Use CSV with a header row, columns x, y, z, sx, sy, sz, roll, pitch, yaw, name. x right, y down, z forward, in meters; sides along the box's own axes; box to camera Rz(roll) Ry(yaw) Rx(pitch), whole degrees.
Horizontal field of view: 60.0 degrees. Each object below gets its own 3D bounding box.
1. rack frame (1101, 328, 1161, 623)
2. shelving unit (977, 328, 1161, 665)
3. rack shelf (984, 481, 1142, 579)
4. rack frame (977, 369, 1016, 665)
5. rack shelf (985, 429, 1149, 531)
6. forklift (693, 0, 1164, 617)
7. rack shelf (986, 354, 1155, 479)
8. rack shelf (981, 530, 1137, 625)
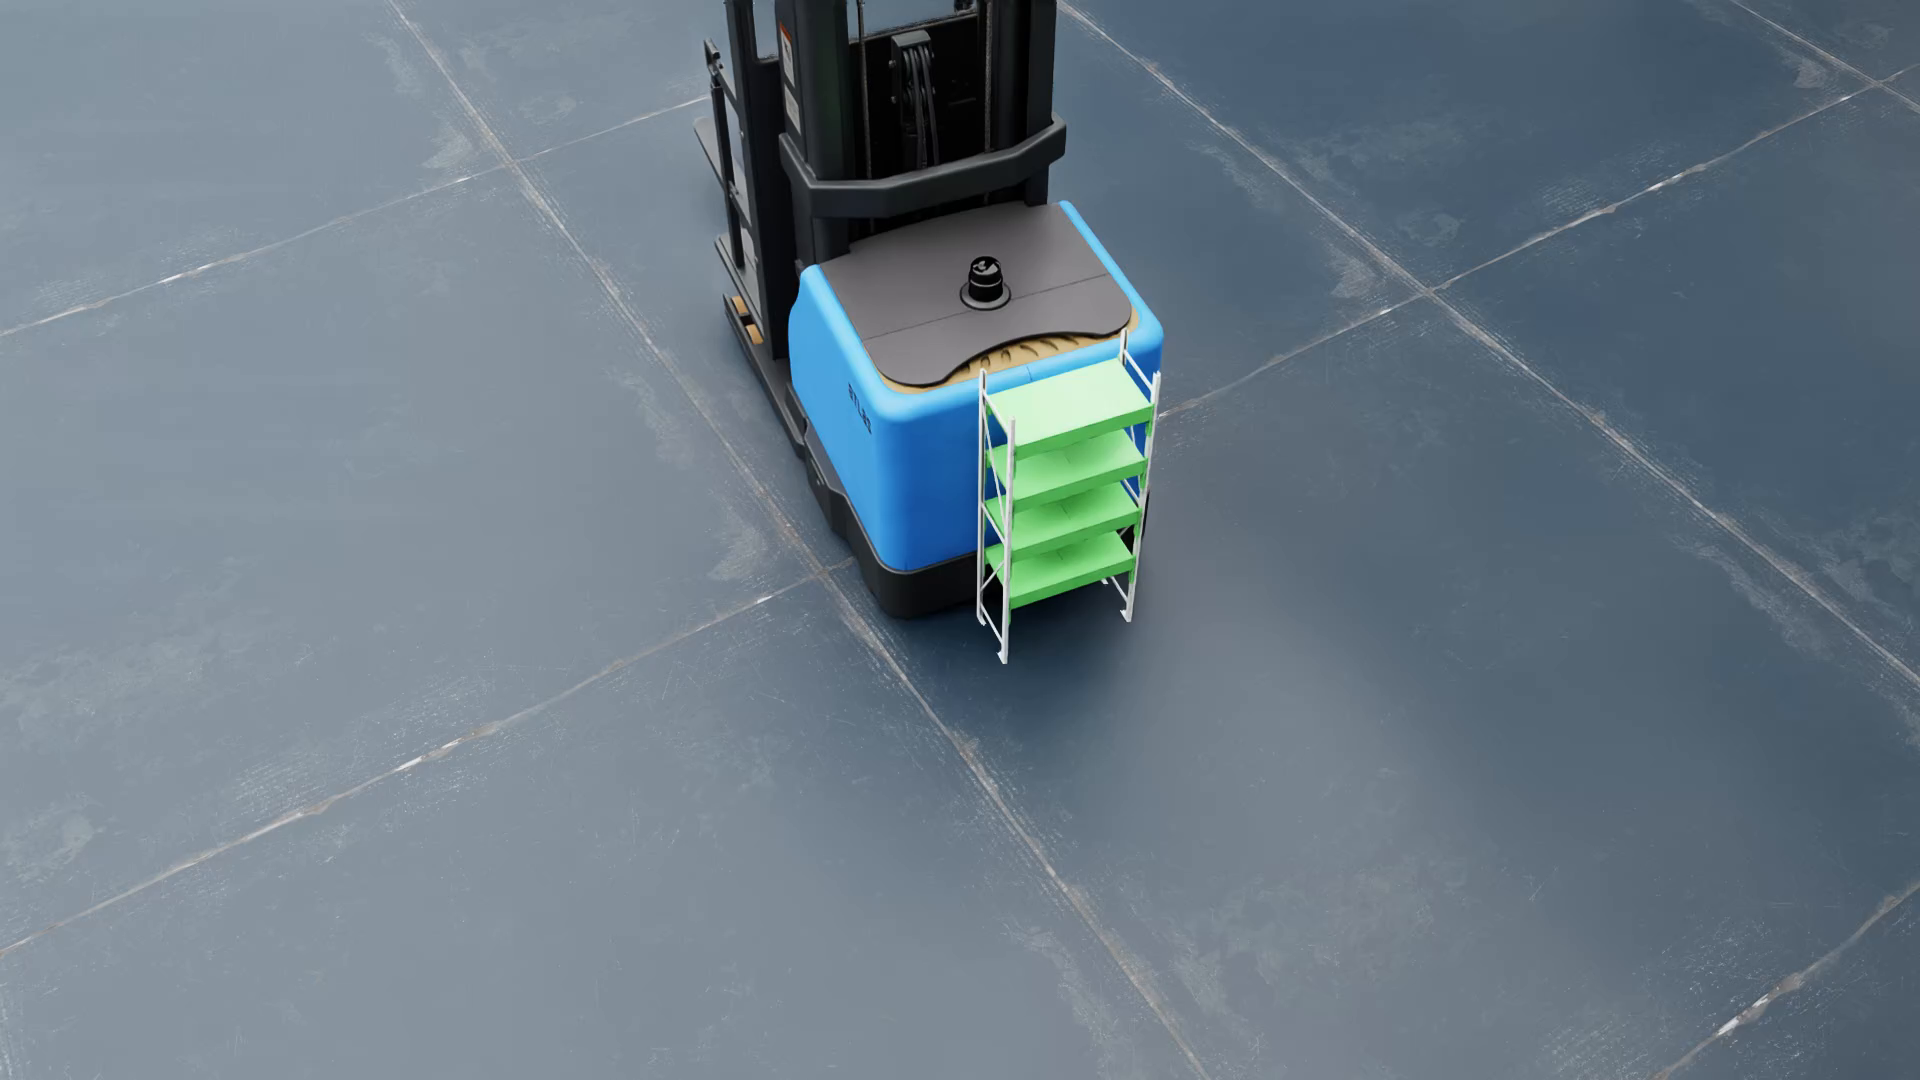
x,y,z,sx,sy,sz,roll,pitch,yaw,name
0.563,-0.186,5.612,0.015,1.200,0.240,-18,51,-15,rack frame
0.338,-0.115,5.549,0.503,1.200,0.258,-18,51,-15,shelving unit
0.338,-0.073,5.597,0.480,0.148,0.258,-18,51,-15,rack shelf
0.114,-0.044,5.486,0.015,1.200,0.240,-18,51,-15,rack frame
0.338,-0.232,5.418,0.480,0.148,0.258,-18,51,-15,rack shelf
-0.342,-1.821,5.909,1.130,2.935,3.031,-17,51,-15,forklift
0.338,-0.392,5.238,0.480,0.148,0.258,-18,51,-15,rack shelf
0.338,0.087,5.776,0.480,0.148,0.258,-18,51,-15,rack shelf
